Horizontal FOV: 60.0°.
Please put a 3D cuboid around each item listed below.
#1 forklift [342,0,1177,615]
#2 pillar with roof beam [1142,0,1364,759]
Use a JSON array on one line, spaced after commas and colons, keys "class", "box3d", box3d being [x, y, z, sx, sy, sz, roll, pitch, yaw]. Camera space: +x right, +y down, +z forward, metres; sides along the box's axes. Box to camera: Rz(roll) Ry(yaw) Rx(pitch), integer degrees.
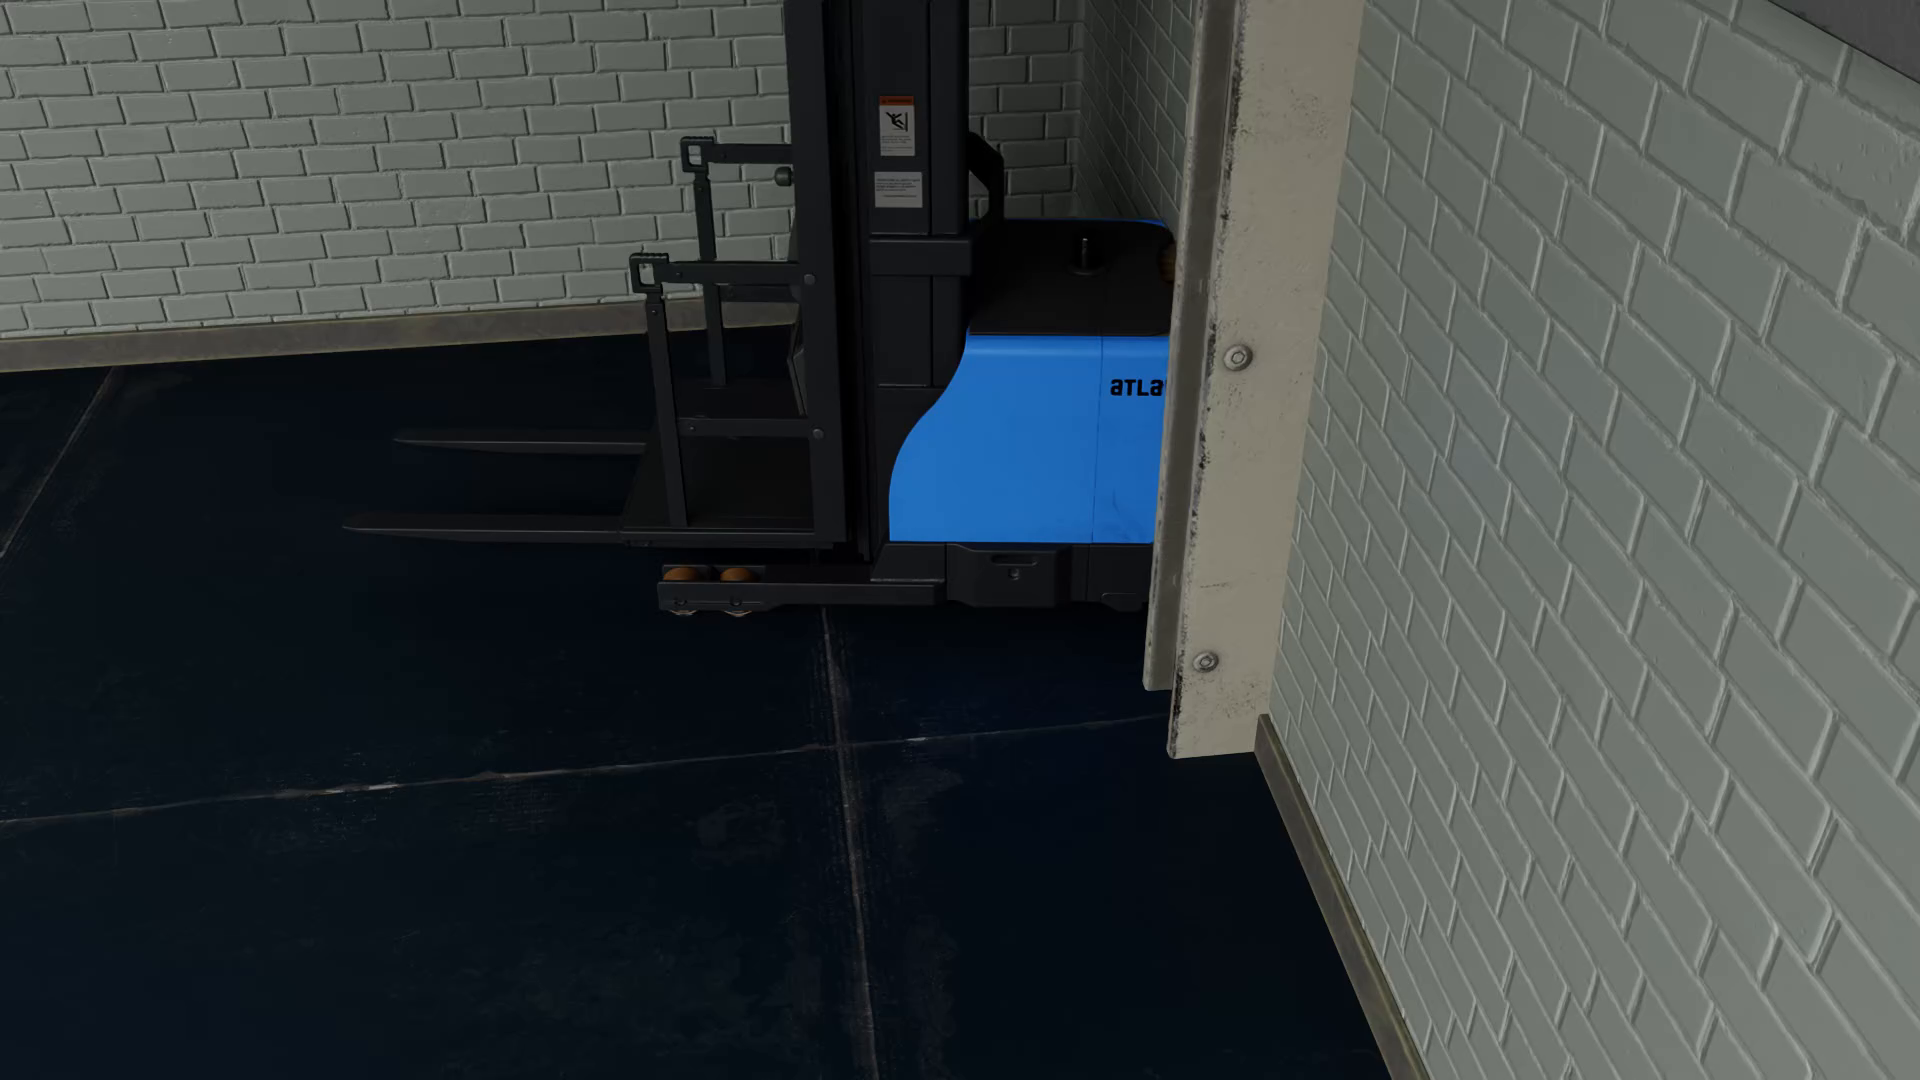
[{"class": "forklift", "box3d": [-0.683, -1.244, 5.472, 3.031, 2.935, 1.130, 1, 34, 1]}, {"class": "pillar with roof beam", "box3d": [-3.477, -2.826, 2.405, 9.100, 9.000, 0.400, -4, 35, -6]}]
